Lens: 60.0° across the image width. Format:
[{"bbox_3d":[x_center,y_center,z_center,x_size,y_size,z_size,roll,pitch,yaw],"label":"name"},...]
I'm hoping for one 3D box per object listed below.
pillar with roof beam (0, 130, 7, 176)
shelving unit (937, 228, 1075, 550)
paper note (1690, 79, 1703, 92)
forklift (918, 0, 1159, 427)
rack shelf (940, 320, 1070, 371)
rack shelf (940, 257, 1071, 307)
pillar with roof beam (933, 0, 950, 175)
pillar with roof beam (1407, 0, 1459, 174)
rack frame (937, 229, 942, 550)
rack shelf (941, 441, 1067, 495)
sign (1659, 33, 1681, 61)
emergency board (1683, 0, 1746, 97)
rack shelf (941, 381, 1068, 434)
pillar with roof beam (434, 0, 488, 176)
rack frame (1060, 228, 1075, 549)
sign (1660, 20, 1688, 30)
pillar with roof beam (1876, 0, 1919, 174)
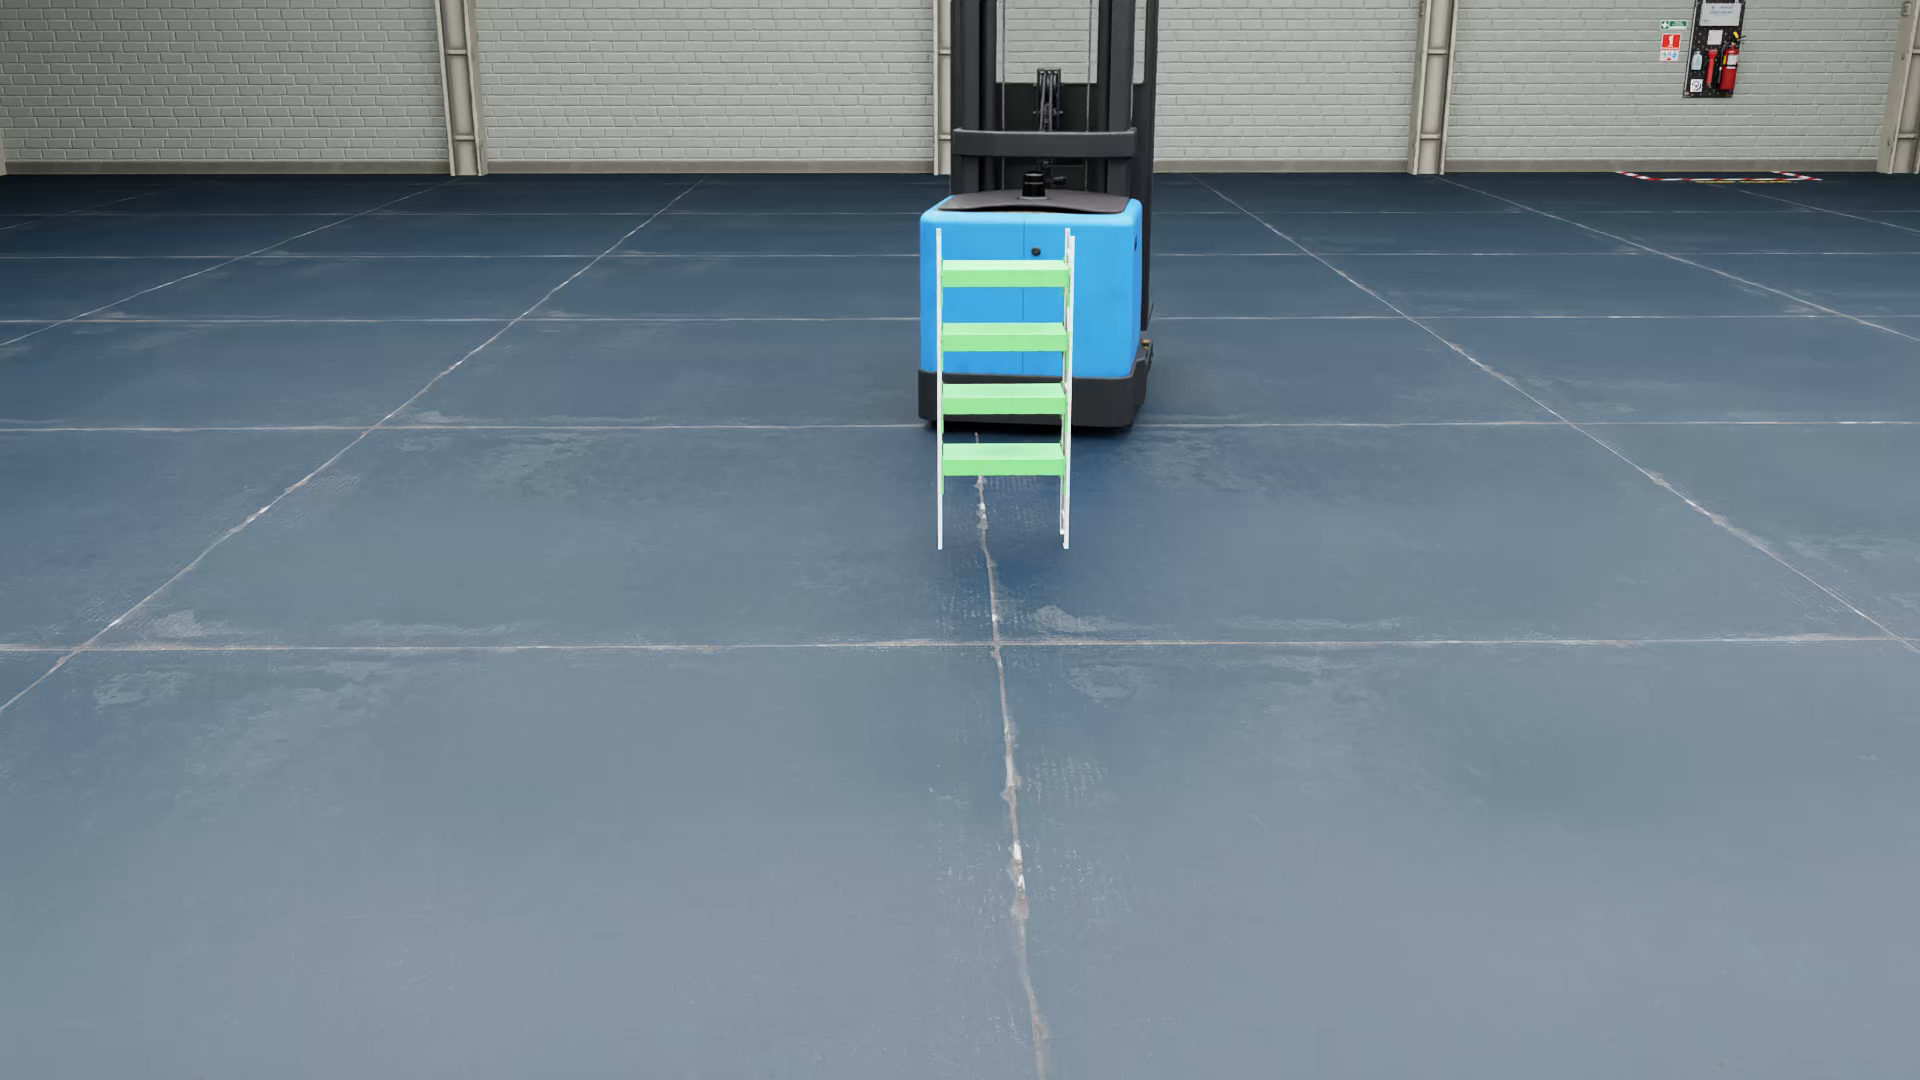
[{"bbox_3d":[-12.064,-7.511,15.231,0.400,9.000,9.100,0,18,-1],"label":"pillar with roof beam"},{"bbox_3d":[0.166,-0.572,6.367,0.503,1.200,0.258,0,18,-1],"label":"shelving unit"},{"bbox_3d":[9.215,-5.686,20.804,0.142,0.148,0.016,0,18,-1],"label":"paper note"},{"bbox_3d":[0.529,-2.346,9.062,1.130,2.935,3.031,3,18,8],"label":"forklift"},{"bbox_3d":[0.166,-0.740,6.313,0.480,0.148,0.258,0,18,-1],"label":"rack shelf"},{"bbox_3d":[0.166,-0.968,6.240,0.480,0.148,0.258,0,18,-1],"label":"rack shelf"},{"bbox_3d":[-0.065,-7.569,15.411,0.400,9.000,9.100,0,18,-1],"label":"pillar with roof beam"},{"bbox_3d":[5.934,-7.598,15.502,0.400,9.000,9.100,0,18,-1],"label":"pillar with roof beam"},{"bbox_3d":[-0.078,-0.571,6.363,0.015,1.200,0.240,0,18,-1],"label":"rack frame"},{"bbox_3d":[0.166,-0.283,6.460,0.480,0.148,0.258,0,18,-1],"label":"rack shelf"},{"bbox_3d":[8.839,-6.131,20.691,0.234,0.329,0.001,0,18,-1],"label":"sign"},{"bbox_3d":[9.394,-6.085,20.606,0.643,1.169,0.194,0,18,-1],"label":"emergency board"},{"bbox_3d":[0.166,-0.511,6.386,0.480,0.148,0.258,0,18,-1],"label":"rack shelf"},{"bbox_3d":[-6.065,-7.540,15.321,0.400,9.000,9.100,0,18,-1],"label":"pillar with roof beam"},{"bbox_3d":[0.409,-0.573,6.370,0.015,1.200,0.240,0,18,-1],"label":"rack frame"},{"bbox_3d":[8.844,-6.381,20.601,0.331,0.109,0.001,0,18,-1],"label":"sign"},{"bbox_3d":[11.933,-7.627,15.592,0.400,9.000,9.100,0,18,-1],"label":"pillar with roof beam"}]
